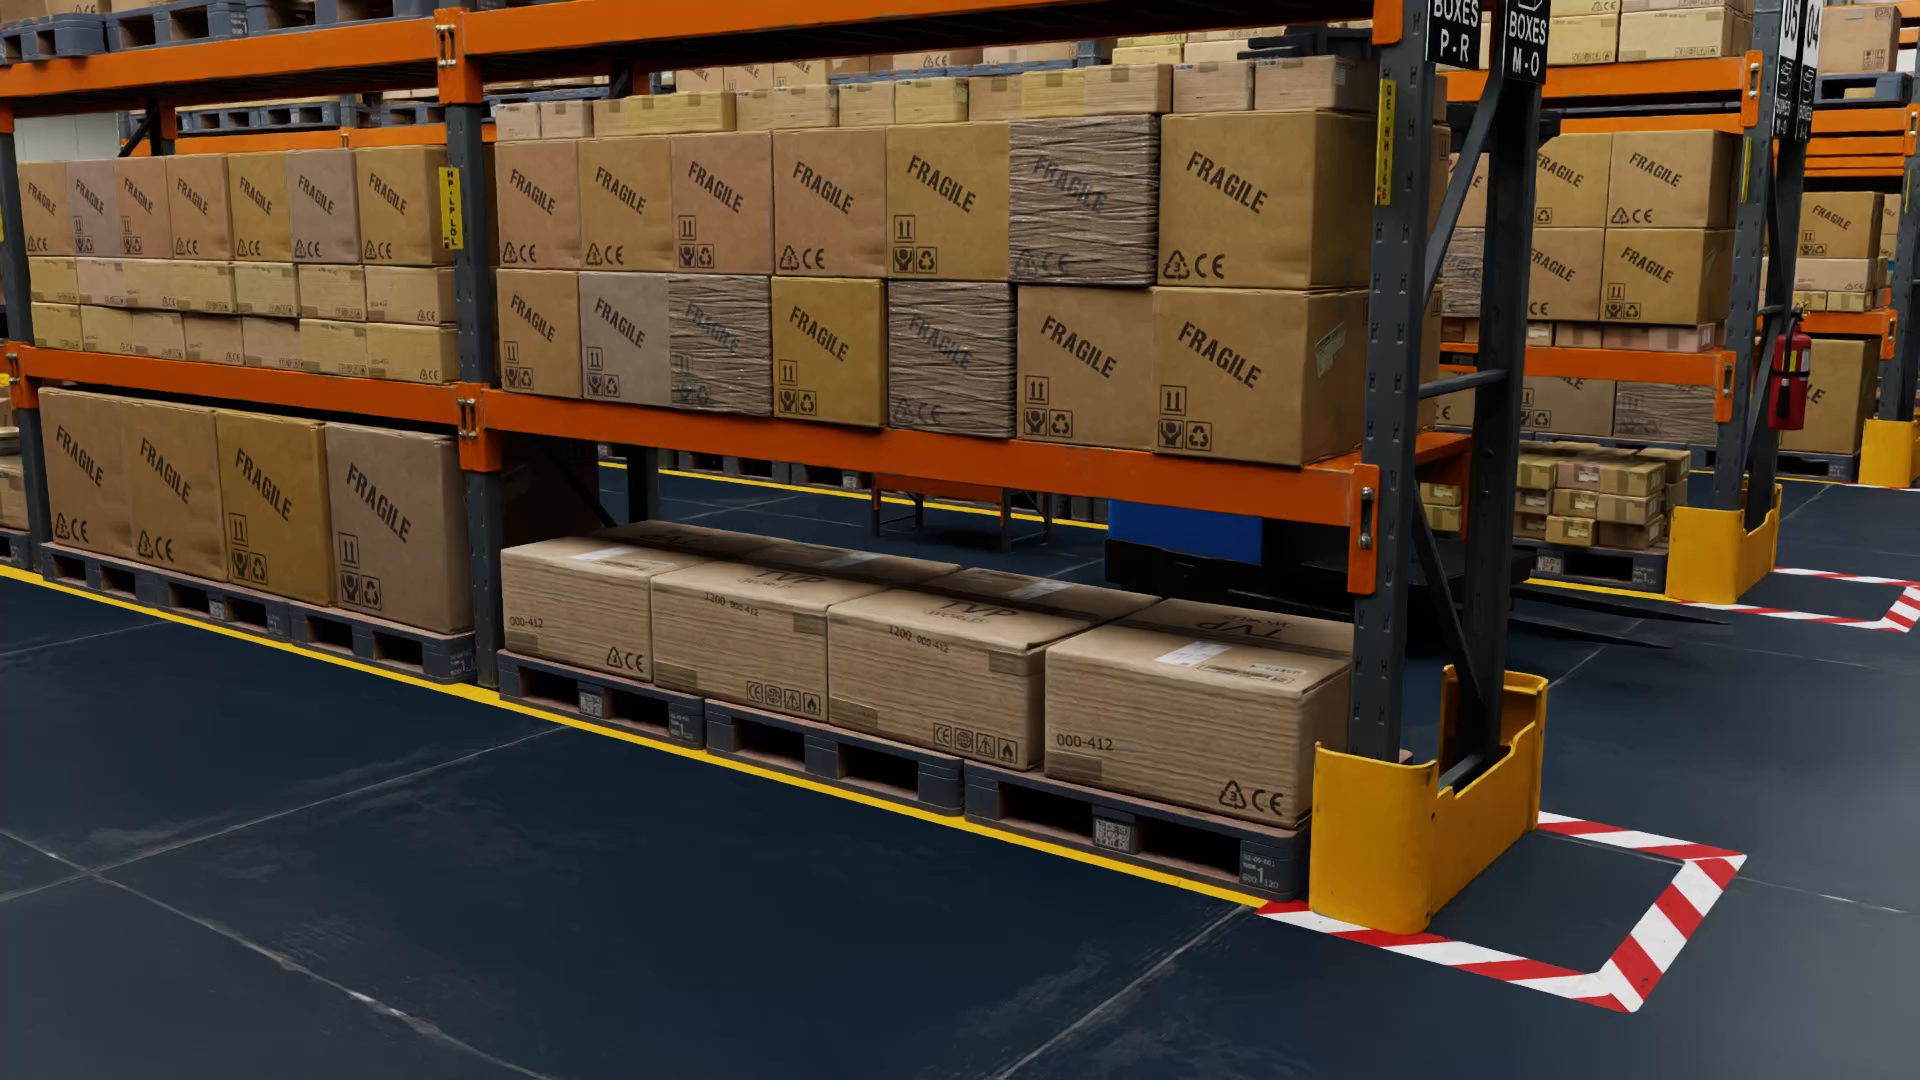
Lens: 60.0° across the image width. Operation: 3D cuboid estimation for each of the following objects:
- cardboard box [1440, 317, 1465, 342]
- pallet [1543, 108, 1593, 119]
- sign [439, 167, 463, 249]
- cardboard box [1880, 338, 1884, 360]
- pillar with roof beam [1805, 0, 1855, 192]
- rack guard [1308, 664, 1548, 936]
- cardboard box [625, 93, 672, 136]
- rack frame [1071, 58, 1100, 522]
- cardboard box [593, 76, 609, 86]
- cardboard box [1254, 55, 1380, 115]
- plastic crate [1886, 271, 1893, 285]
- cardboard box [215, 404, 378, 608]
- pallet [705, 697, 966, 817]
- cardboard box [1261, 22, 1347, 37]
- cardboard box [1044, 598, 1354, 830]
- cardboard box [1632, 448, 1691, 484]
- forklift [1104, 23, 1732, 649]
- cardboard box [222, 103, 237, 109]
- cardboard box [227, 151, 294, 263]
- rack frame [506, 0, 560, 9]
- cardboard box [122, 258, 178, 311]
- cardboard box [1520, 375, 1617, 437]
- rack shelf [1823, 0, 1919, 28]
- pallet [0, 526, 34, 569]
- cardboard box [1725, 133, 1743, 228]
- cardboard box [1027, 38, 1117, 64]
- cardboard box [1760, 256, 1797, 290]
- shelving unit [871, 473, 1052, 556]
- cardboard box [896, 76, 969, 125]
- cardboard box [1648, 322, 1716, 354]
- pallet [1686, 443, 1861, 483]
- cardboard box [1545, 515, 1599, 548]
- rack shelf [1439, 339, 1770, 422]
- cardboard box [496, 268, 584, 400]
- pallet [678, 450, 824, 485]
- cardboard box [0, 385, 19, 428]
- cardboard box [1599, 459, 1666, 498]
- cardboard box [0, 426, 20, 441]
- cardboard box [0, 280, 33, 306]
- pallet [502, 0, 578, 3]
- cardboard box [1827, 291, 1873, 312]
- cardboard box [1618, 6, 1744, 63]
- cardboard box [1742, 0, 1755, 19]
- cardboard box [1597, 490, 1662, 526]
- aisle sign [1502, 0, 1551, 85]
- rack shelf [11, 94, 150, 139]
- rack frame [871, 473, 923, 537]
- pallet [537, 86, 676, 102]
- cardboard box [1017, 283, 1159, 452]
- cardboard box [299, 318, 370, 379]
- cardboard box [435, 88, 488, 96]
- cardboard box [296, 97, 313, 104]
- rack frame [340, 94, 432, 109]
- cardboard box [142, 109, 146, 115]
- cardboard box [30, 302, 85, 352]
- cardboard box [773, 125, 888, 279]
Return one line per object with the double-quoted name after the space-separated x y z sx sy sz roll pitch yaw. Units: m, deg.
2.900 -1.253 9.771 0.250 0.149 0.380 7 13 33 "cardboard box"
4.763 -3.758 14.394 1.213 0.211 1.003 8 13 36 "pallet"
-2.069 -1.351 6.774 0.005 0.325 0.100 8 13 36 "sign"
11.868 -2.490 21.583 0.500 0.250 0.500 8 13 36 "cardboard box"
11.434 -7.037 23.214 0.400 9.000 9.100 8 13 36 "pillar with roof beam"
1.487 0.774 5.211 0.348 0.500 1.175 8 13 36 "rack guard"
-1.044 -1.603 6.313 0.250 0.149 0.380 8 13 35 "cardboard box"
1.092 -1.674 11.288 0.127 3.000 1.000 8 13 36 "rack frame"
-2.744 -3.771 13.474 0.250 0.166 0.380 8 13 36 "cardboard box"
1.060 -1.324 4.871 0.250 0.149 0.380 8 14 36 "cardboard box"
9.501 -2.695 17.099 0.243 0.136 0.396 8 13 36 "plastic crate"
-3.036 -0.226 8.290 0.875 0.875 0.875 8 14 37 "cardboard box"
-0.202 0.698 6.365 1.213 0.211 1.003 8 13 36 "pallet"
2.134 -3.113 9.903 0.500 0.250 0.500 8 14 37 "cardboard box"
0.877 0.537 5.495 0.875 0.438 0.875 7 13 34 "cardboard box"
4.095 -0.434 9.711 0.250 0.149 0.380 7 13 33 "cardboard box"
2.173 -1.016 8.065 1.130 2.935 3.031 -11 15 -43 "forklift"
-7.069 -4.342 16.471 0.250 0.149 0.380 8 13 35 "cardboard box"
-3.083 -1.574 7.873 0.500 0.500 0.500 8 14 37 "cardboard box"
-5.562 -6.717 21.558 0.127 3.000 1.000 8 13 36 "rack frame"
-3.908 -1.316 8.513 0.500 0.250 0.500 8 13 35 "cardboard box"
5.320 -1.398 14.346 0.875 0.875 0.875 8 13 36 "cardboard box"
8.653 -5.352 17.448 4.000 0.370 1.077 8 13 36 "rack shelf"
-5.609 -0.074 10.357 1.213 0.211 1.003 8 13 36 "pallet"
4.112 -2.002 9.302 0.500 0.500 0.500 8 13 35 "cardboard box"
0.852 -3.462 11.261 0.500 0.500 0.700 8 14 36 "cardboard box"
6.378 -2.116 13.182 0.500 0.250 0.500 8 13 35 "cardboard box"
0.005 -0.552 10.419 1.048 1.125 0.538 8 13 36 "shelving unit"
-0.001 -1.459 5.570 0.250 0.149 0.380 8 14 37 "cardboard box"
3.886 -1.095 8.953 0.250 0.149 0.380 8 14 36 "cardboard box"
6.643 -0.682 13.497 1.213 0.211 1.003 8 13 36 "pallet"
3.502 -0.072 9.404 0.250 0.149 0.380 8 14 37 "cardboard box"
2.704 -1.096 10.194 4.000 0.370 1.077 8 13 36 "rack shelf"
-1.533 -0.862 6.823 0.500 0.500 0.500 9 14 37 "cardboard box"
-1.503 -0.667 13.422 1.213 0.211 1.003 8 13 36 "pallet"
-8.514 -1.219 15.505 0.637 0.503 0.797 -1 11 -4 "cardboard box"
3.740 -0.344 9.245 0.250 0.149 0.380 8 14 36 "cardboard box"
-6.637 -0.504 11.050 0.625 0.372 0.950 9 14 37 "cardboard box"
-5.384 -1.439 9.625 0.250 0.149 0.380 9 14 38 "cardboard box"
-1.103 -2.241 6.552 1.213 0.211 1.003 8 13 36 "pallet"
6.852 -1.839 12.800 0.250 0.149 0.380 8 14 37 "cardboard box"
3.793 -2.634 8.748 0.500 0.250 0.500 8 13 34 "cardboard box"
4.108 -2.960 9.112 0.500 0.250 0.500 8 14 36 "cardboard box"
3.722 -0.193 9.247 0.250 0.149 0.380 8 13 34 "cardboard box"
1.698 -1.768 4.928 0.004 0.787 0.394 8 13 36 "aisle sign"
-6.592 -2.699 10.582 4.000 0.370 1.077 8 13 36 "rack shelf"
-0.404 -0.609 10.714 0.032 1.125 0.500 8 13 36 "rack frame"
-2.682 -3.568 13.678 1.003 0.211 1.213 9 14 38 "pallet"
0.527 -0.577 5.352 0.500 0.500 0.500 8 13 34 "cardboard box"
-2.677 -0.901 7.684 0.500 0.250 0.500 8 13 35 "cardboard box"
-4.380 -3.981 14.606 0.250 0.149 0.380 8 13 36 "cardboard box"
-6.042 -4.199 15.731 0.250 0.149 0.380 8 14 36 "cardboard box"
-5.356 -5.519 15.367 0.127 3.000 1.000 8 13 36 "rack frame"
-8.287 -4.512 17.351 0.250 0.149 0.380 8 14 36 "cardboard box"
-4.735 -1.188 9.167 0.500 0.250 0.500 8 13 35 "cardboard box"
-0.301 -1.181 5.839 0.500 0.500 0.500 8 13 35 "cardboard box"
